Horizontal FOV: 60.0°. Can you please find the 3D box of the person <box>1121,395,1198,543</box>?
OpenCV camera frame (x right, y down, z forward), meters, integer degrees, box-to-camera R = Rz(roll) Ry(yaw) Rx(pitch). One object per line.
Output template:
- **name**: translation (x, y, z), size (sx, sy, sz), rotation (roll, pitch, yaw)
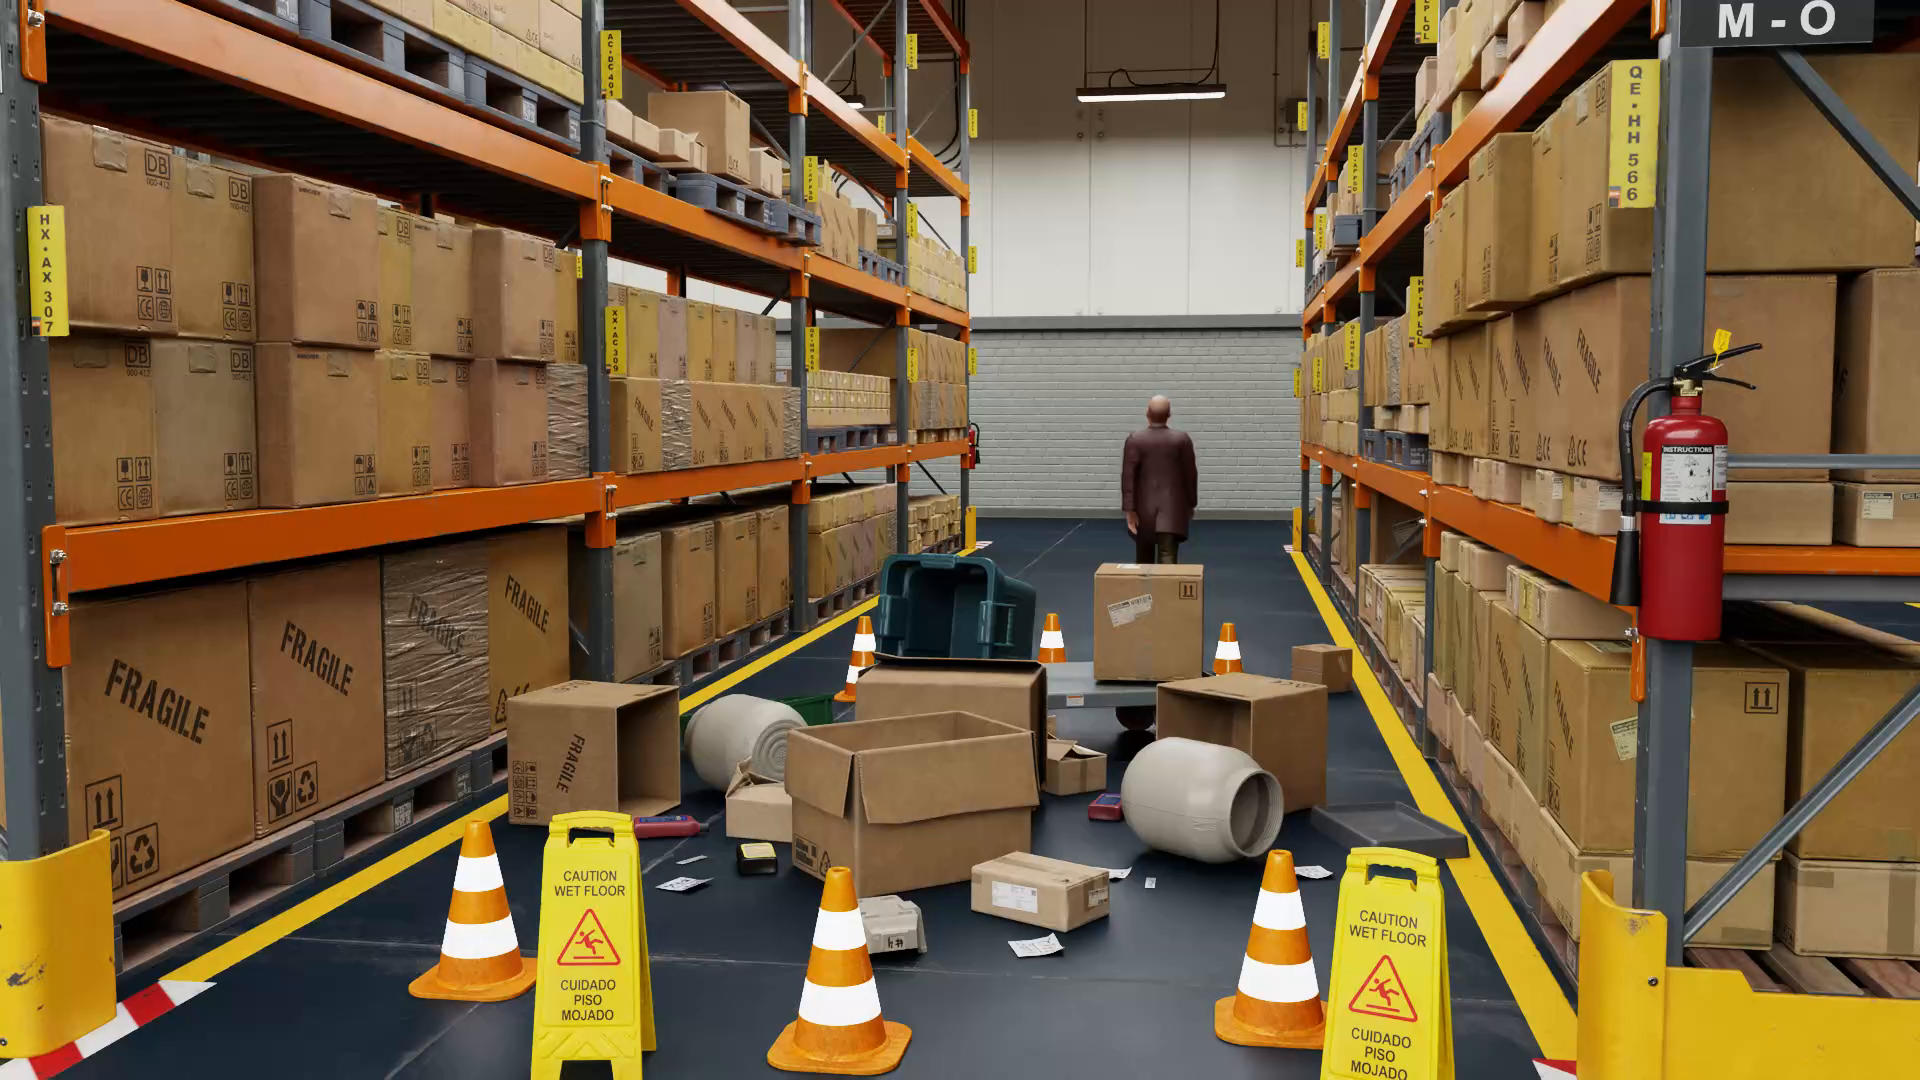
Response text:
- **person**: translation (1.548, -0.251, 12.850), size (0.574, 1.727, 1.101), rotation (1, 4, 11)
